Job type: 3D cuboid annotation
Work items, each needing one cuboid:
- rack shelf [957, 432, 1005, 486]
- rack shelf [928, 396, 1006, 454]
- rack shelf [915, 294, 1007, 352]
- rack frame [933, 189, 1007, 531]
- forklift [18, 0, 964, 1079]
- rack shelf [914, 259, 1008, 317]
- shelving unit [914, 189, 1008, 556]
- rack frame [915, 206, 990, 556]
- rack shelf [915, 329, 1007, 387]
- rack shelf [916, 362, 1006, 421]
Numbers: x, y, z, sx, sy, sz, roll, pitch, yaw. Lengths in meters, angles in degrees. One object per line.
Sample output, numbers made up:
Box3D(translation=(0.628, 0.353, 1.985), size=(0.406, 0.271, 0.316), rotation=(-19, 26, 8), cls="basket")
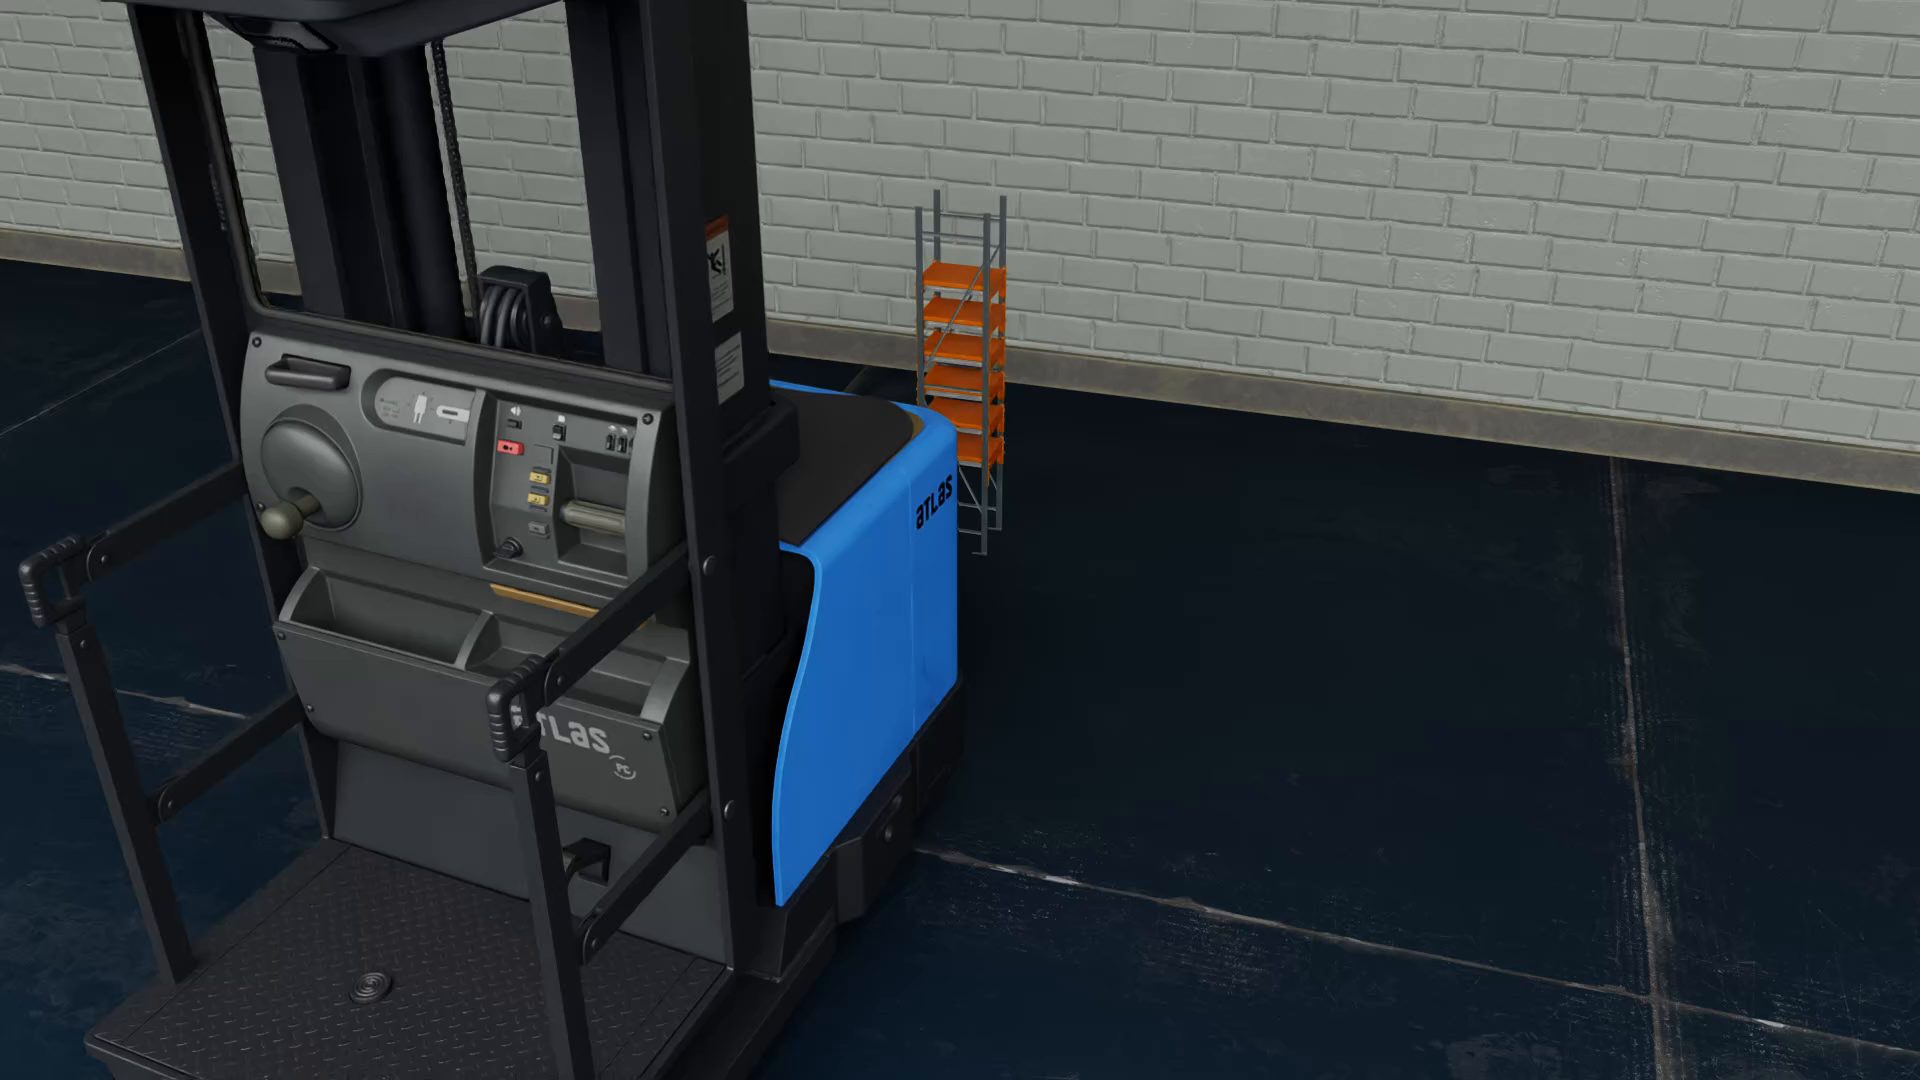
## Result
Box3D(translation=(0.004, -0.282, 5.609), size=(0.258, 0.103, 0.180), rotation=(8, 30, 15), cls="rack shelf")
Box3D(translation=(0.004, -0.387, 5.550), size=(0.258, 0.103, 0.180), rotation=(8, 30, 15), cls="rack shelf")
Box3D(translation=(0.004, -0.702, 5.375), size=(0.258, 0.103, 0.180), rotation=(8, 30, 15), cls="rack shelf")
Box3D(translation=(0.031, -0.574, 5.547), size=(0.240, 1.200, 0.006), rotation=(8, 30, 15), cls="rack frame")
Box3D(translation=(-1.040, -0.097, 2.910), size=(1.130, 2.935, 3.031), rotation=(12, 31, 20), cls="forklift")
Box3D(translation=(0.004, -0.807, 5.317), size=(0.258, 0.103, 0.180), rotation=(8, 30, 15), cls="rack shelf")
Box3D(translation=(0.004, -0.531, 5.470), size=(0.258, 1.200, 0.189), rotation=(8, 30, 15), cls="shelving unit")
Box3D(translation=(-0.023, -0.489, 5.394), size=(0.240, 1.200, 0.006), rotation=(8, 30, 15), cls="rack frame")
Box3D(translation=(0.004, -0.597, 5.434), size=(0.258, 0.103, 0.180), rotation=(8, 30, 15), cls="rack shelf")
Box3D(translation=(0.004, -0.492, 5.492), size=(0.258, 0.103, 0.180), rotation=(8, 30, 15), cls="rack shelf")
